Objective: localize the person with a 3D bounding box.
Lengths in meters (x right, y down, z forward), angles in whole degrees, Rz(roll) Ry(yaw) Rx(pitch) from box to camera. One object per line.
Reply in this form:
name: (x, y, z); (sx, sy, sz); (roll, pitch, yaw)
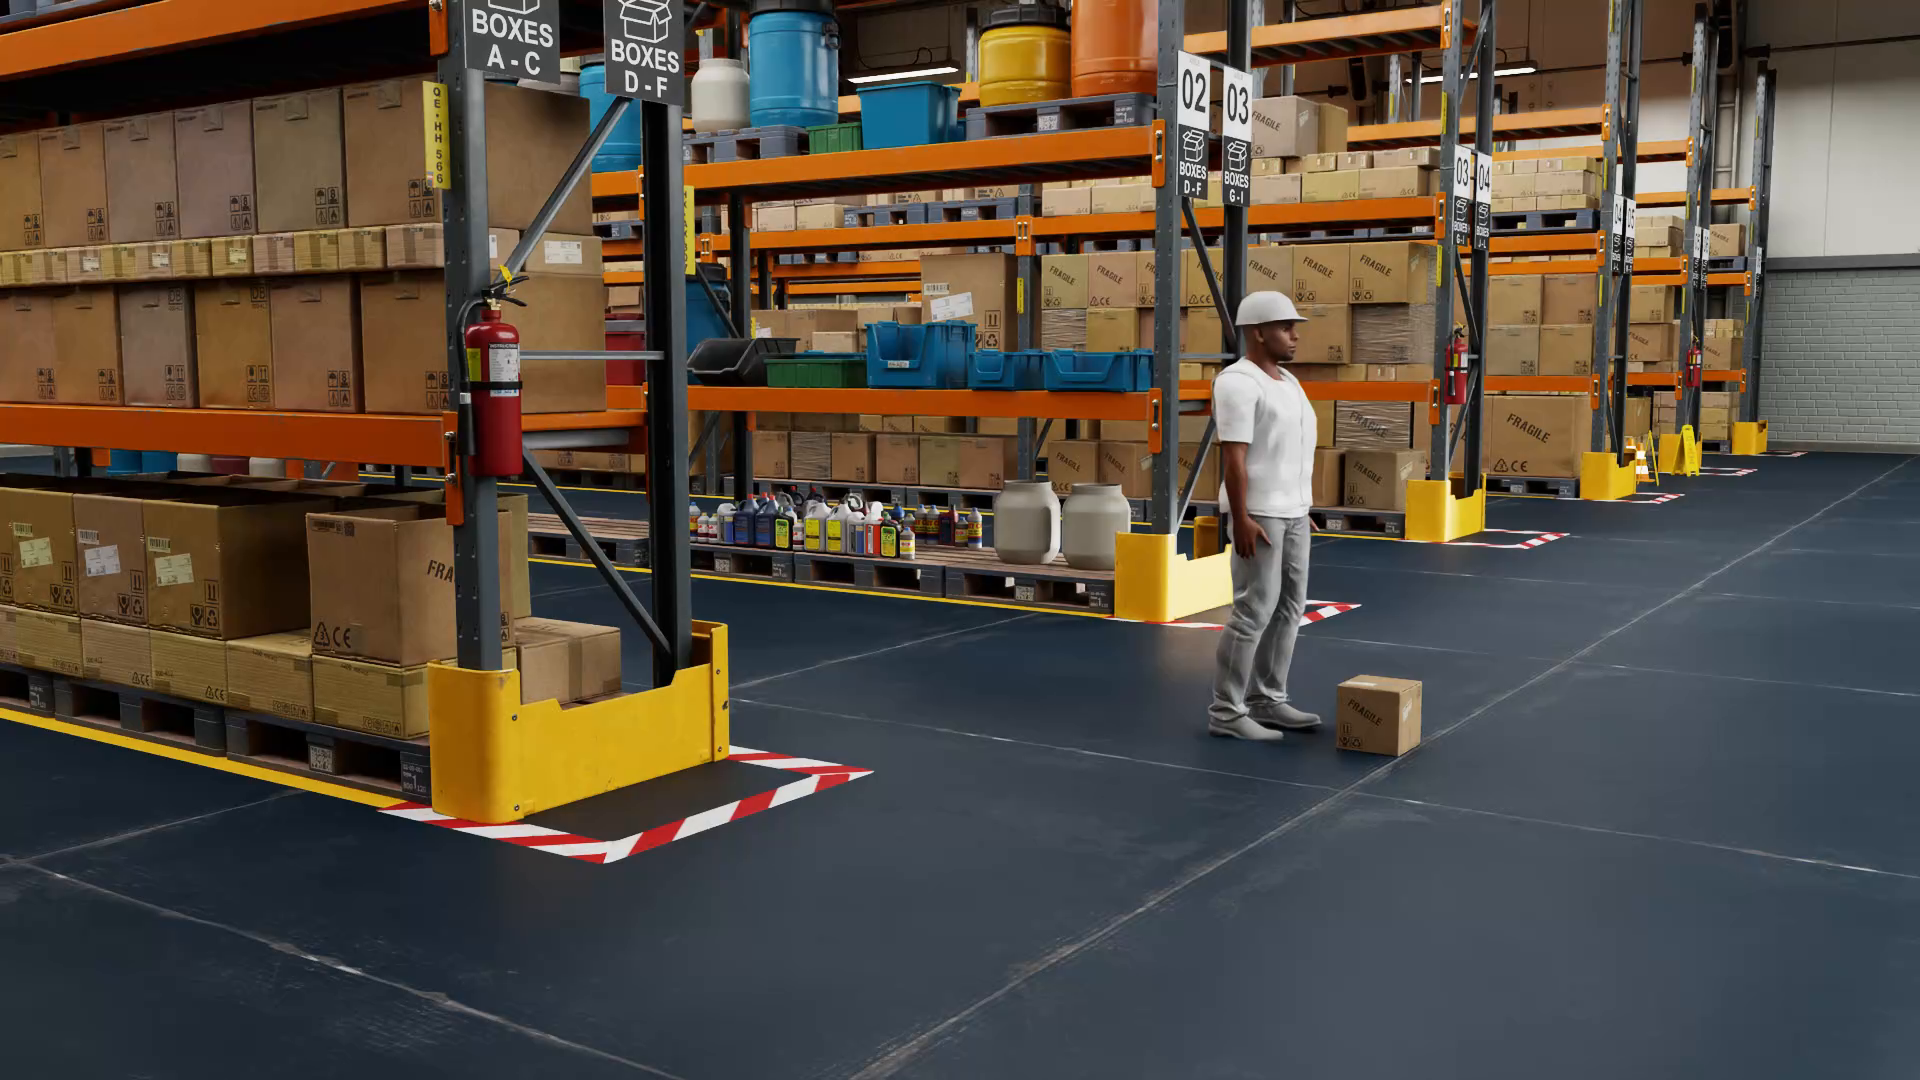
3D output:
person: (1.238, -0.095, 6.643); (0.383, 1.781, 0.563); (4, 8, 35)
